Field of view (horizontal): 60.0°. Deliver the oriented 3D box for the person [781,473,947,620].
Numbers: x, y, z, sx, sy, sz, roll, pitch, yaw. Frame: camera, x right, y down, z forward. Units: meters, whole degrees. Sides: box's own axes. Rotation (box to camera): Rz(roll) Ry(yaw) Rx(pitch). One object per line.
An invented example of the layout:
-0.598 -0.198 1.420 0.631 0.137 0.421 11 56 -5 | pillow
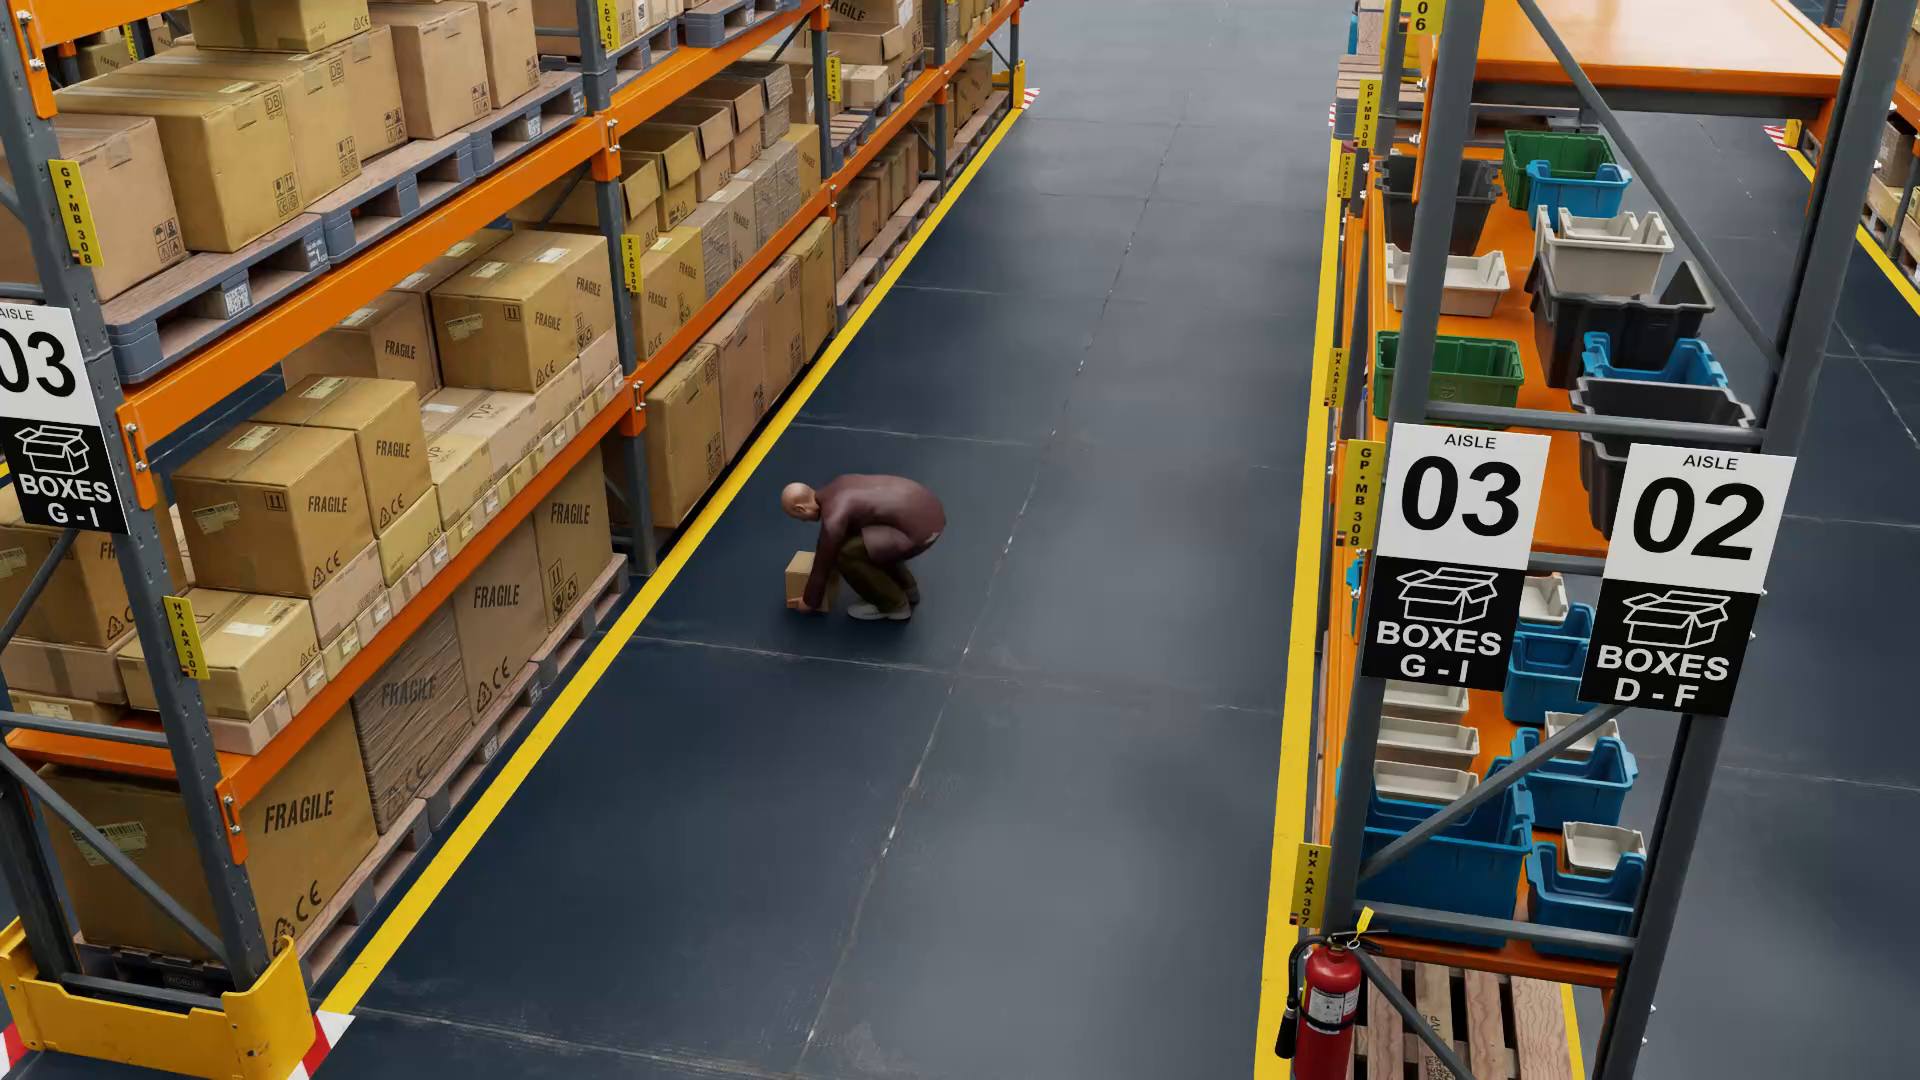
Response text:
-0.550 0.032 9.610 0.947 0.838 0.572 5 29 9 | person
